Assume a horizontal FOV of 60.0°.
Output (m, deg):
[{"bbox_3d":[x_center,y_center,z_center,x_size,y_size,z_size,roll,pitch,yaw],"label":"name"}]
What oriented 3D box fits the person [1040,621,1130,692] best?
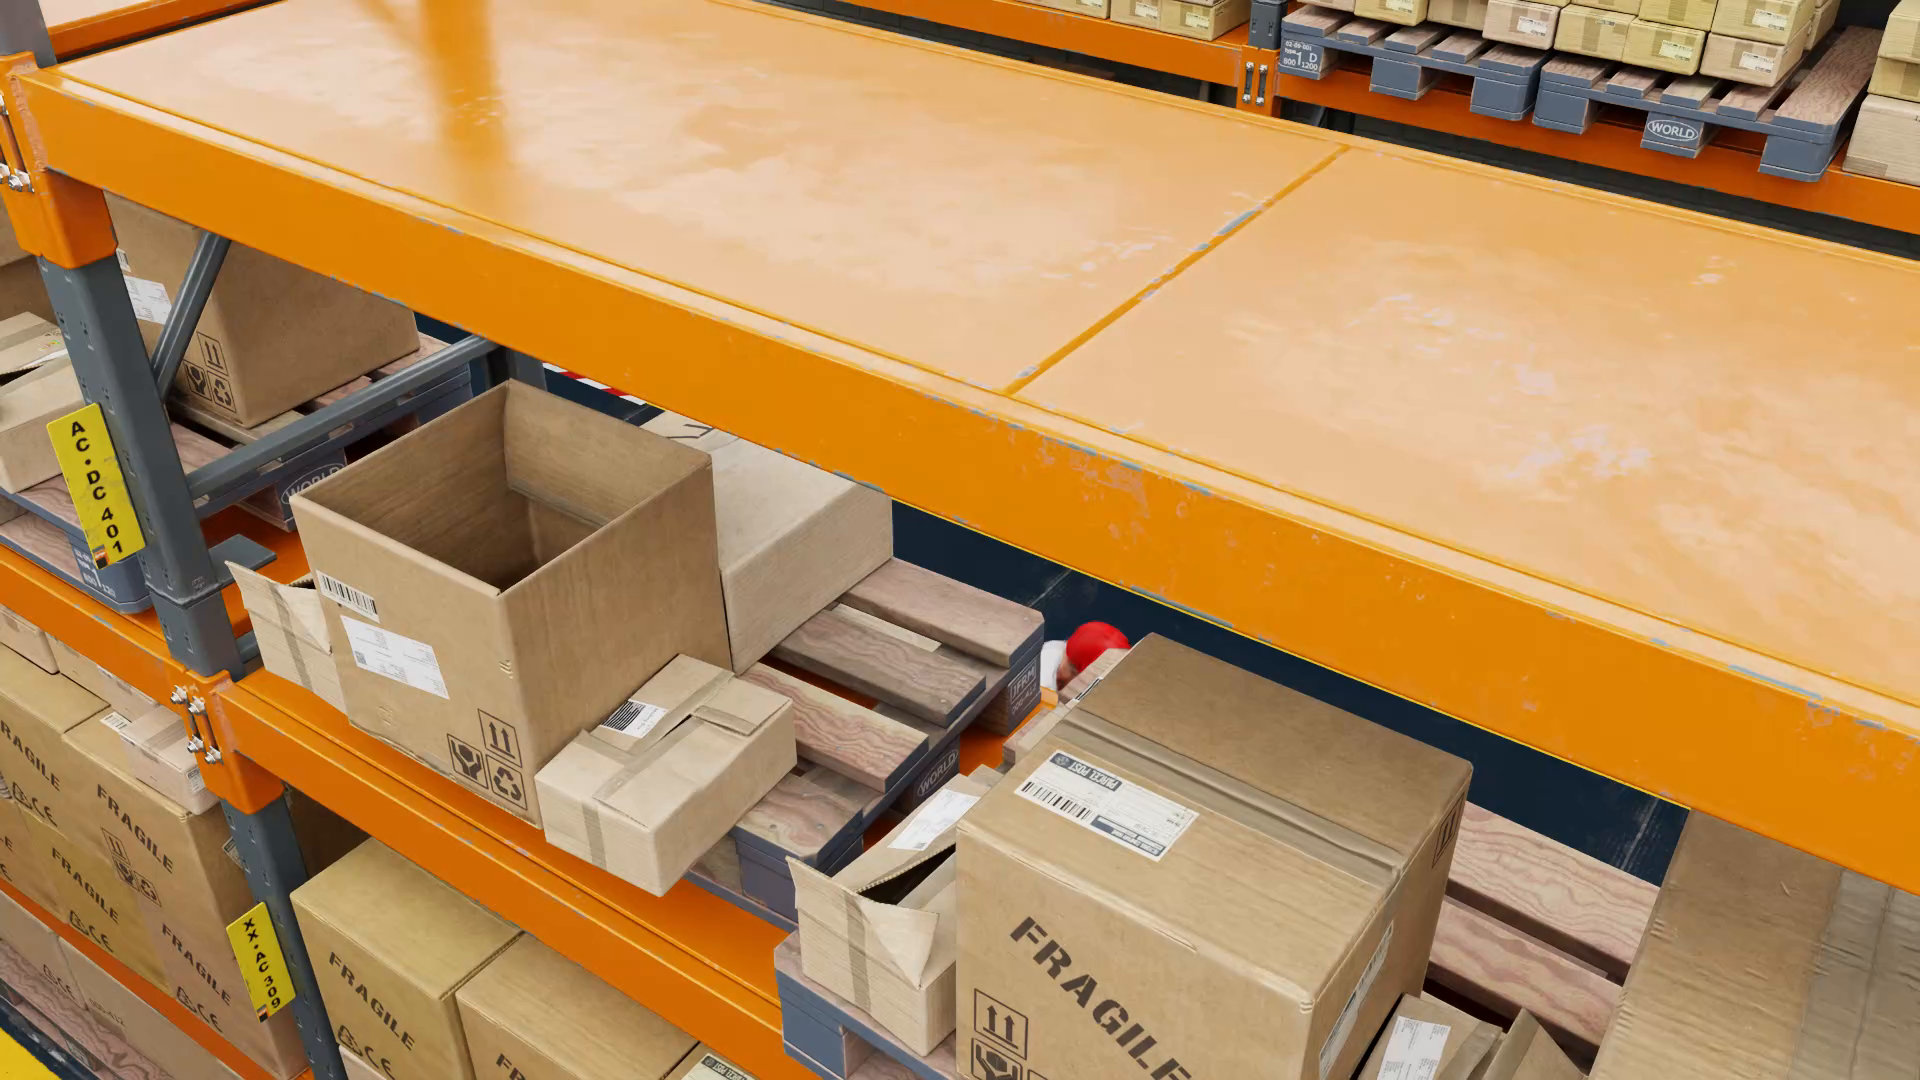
[{"bbox_3d":[0.287,0.898,6.118,0.740,1.627,0.490,21,39,27],"label":"person"}]
